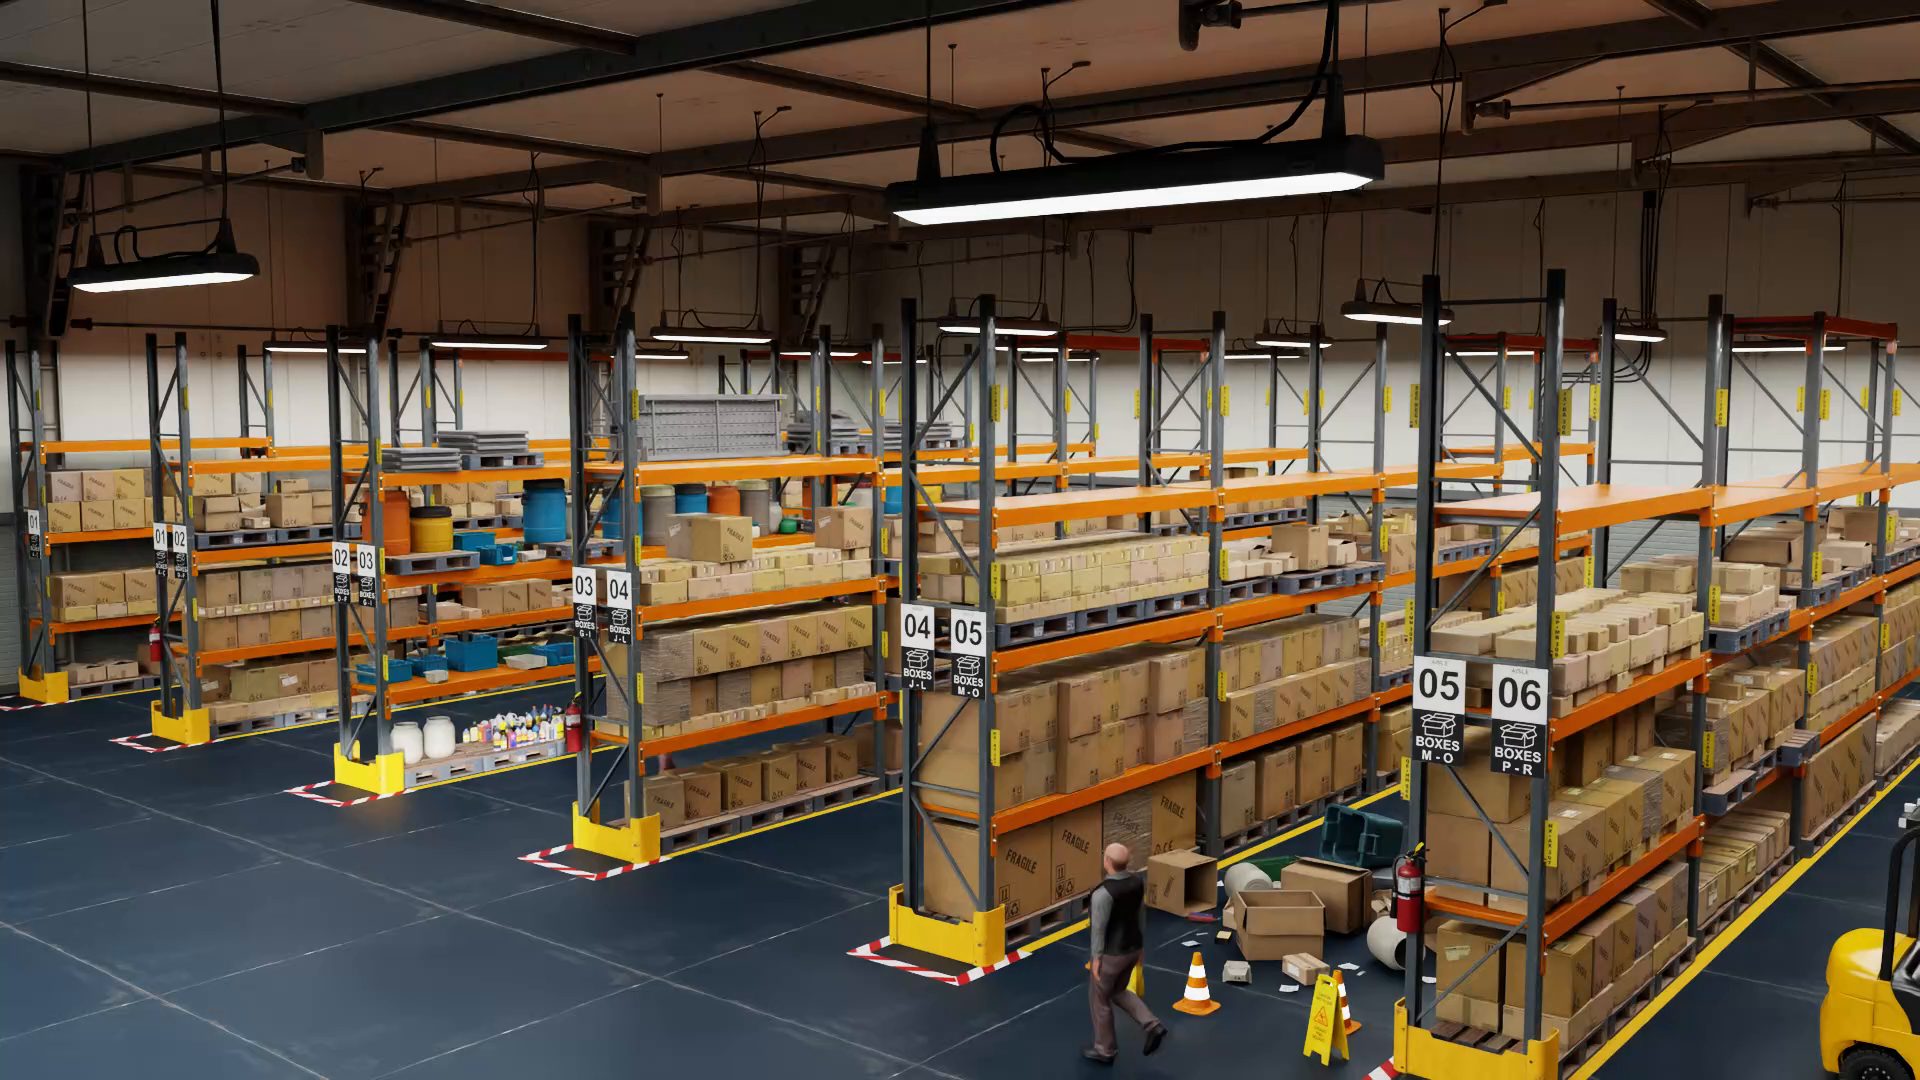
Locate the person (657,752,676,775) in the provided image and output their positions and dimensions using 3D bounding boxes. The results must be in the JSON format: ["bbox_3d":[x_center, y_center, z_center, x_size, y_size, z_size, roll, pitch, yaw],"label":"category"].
[{"bbox_3d":[-3.741,2.465,21.077,0.483,1.710,0.678,3,6,28],"label":"person"}]

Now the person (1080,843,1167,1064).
[{"bbox_3d":[1.223,3.160,12.680,0.664,1.711,0.540,4,7,38],"label":"person"}]
